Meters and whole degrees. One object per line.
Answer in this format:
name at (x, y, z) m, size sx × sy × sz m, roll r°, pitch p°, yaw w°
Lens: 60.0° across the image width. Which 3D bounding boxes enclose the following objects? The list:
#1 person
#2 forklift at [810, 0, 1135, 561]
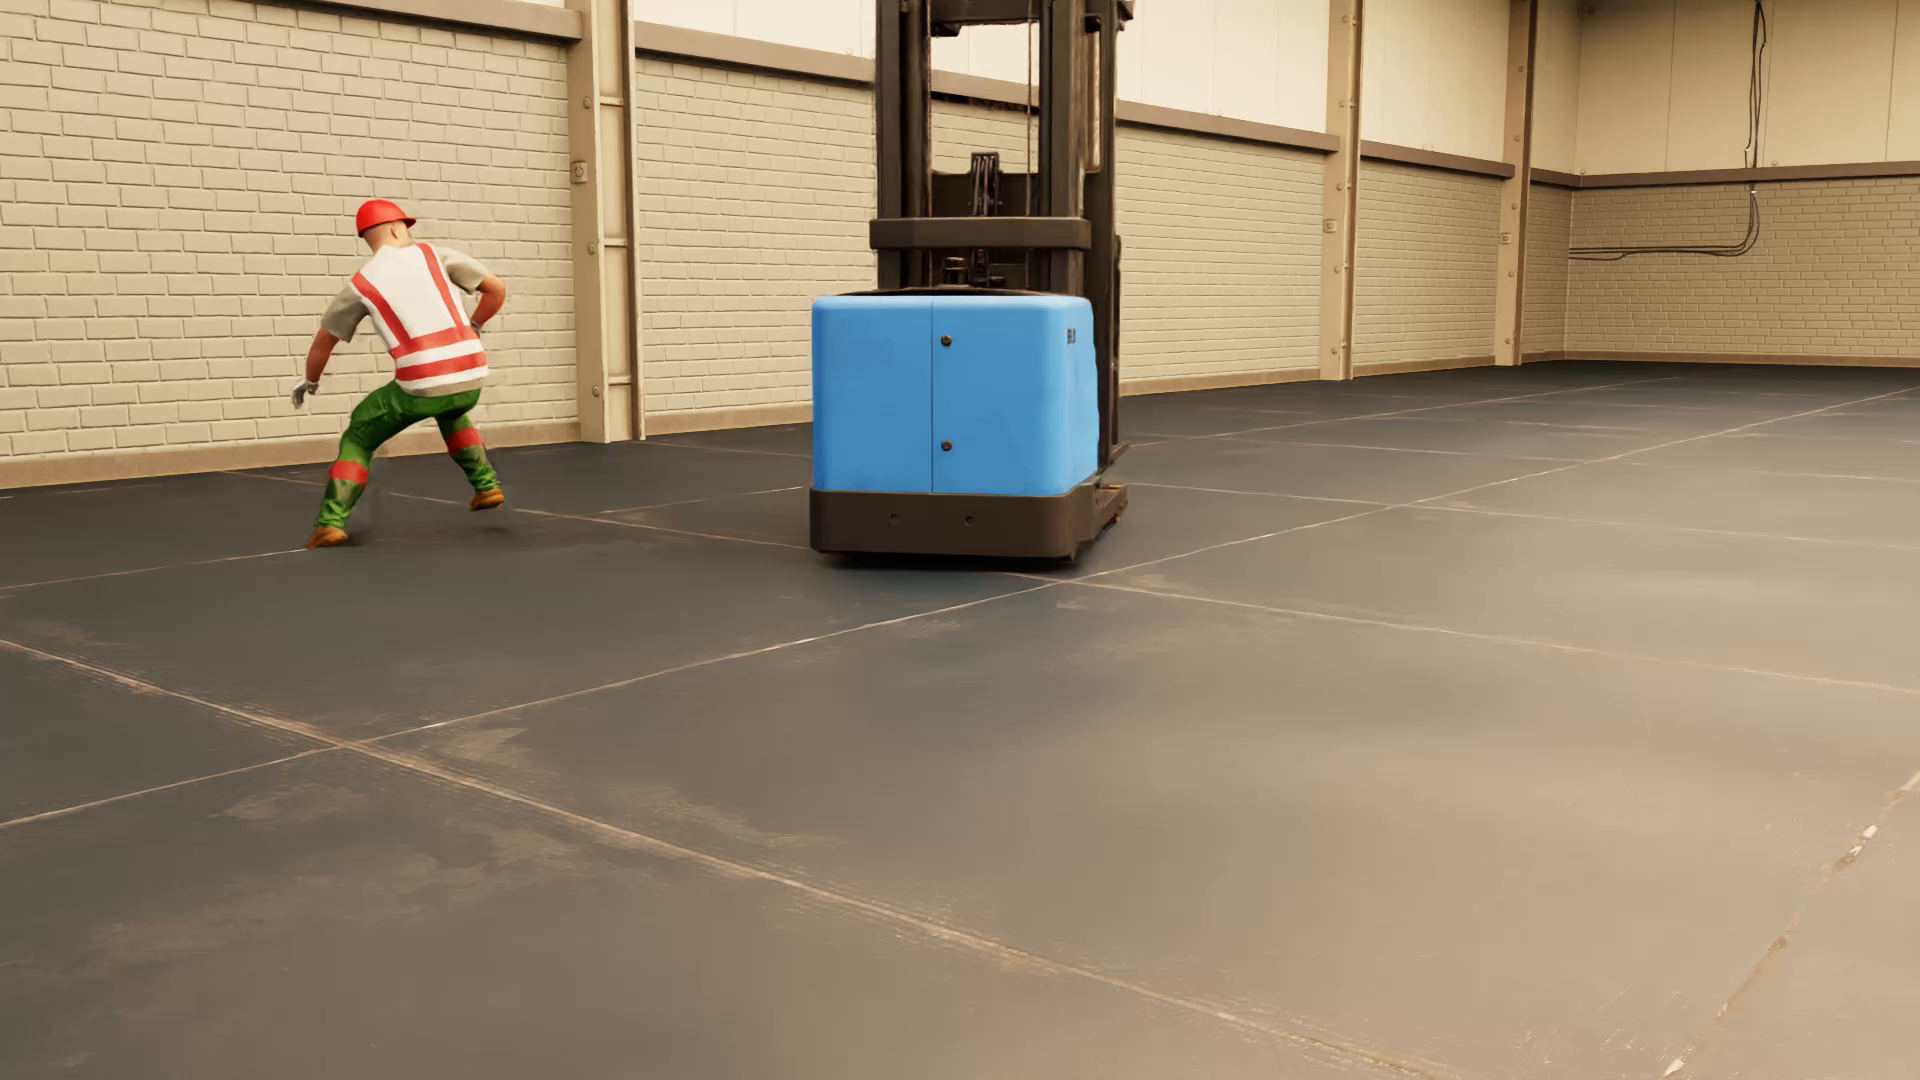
person at (-2.504, -0.733, 7.405) m, size 0.898 × 1.539 × 0.775 m, roll -6°, pitch 10°, yaw -35°
forklift at (0.213, -1.537, 7.787) m, size 1.130 × 2.935 × 3.031 m, roll 2°, pitch 9°, yaw 12°
